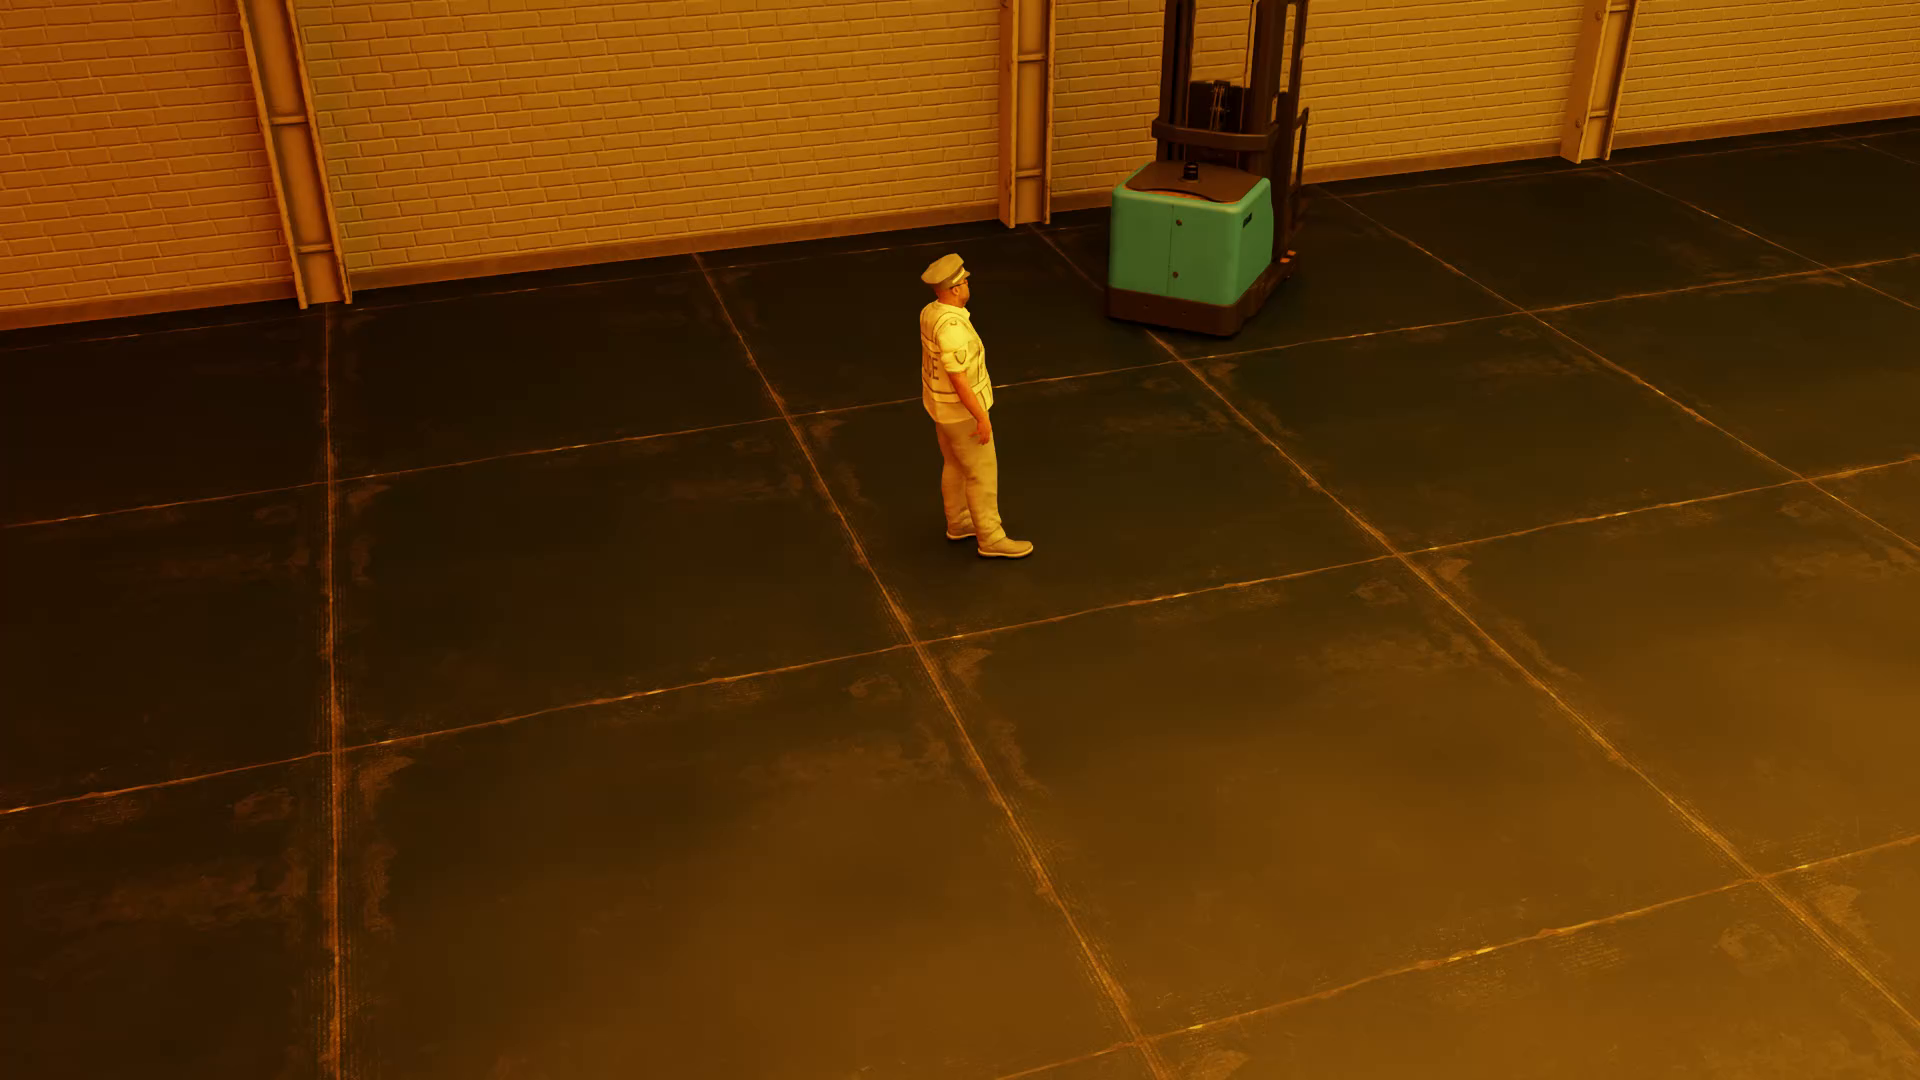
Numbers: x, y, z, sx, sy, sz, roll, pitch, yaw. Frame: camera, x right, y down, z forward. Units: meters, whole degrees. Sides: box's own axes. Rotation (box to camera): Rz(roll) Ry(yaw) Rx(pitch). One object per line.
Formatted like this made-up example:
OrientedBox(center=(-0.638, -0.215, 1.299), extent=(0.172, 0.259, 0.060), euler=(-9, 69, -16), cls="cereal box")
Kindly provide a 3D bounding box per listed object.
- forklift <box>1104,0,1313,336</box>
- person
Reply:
OrientedBox(center=(2.208, -3.526, 13.216), extent=(1.130, 2.935, 3.031), euler=(13, 32, 22), cls="forklift")
OrientedBox(center=(0.078, -0.786, 9.590), extent=(0.574, 1.779, 0.641), euler=(-10, 31, -16), cls="person")
